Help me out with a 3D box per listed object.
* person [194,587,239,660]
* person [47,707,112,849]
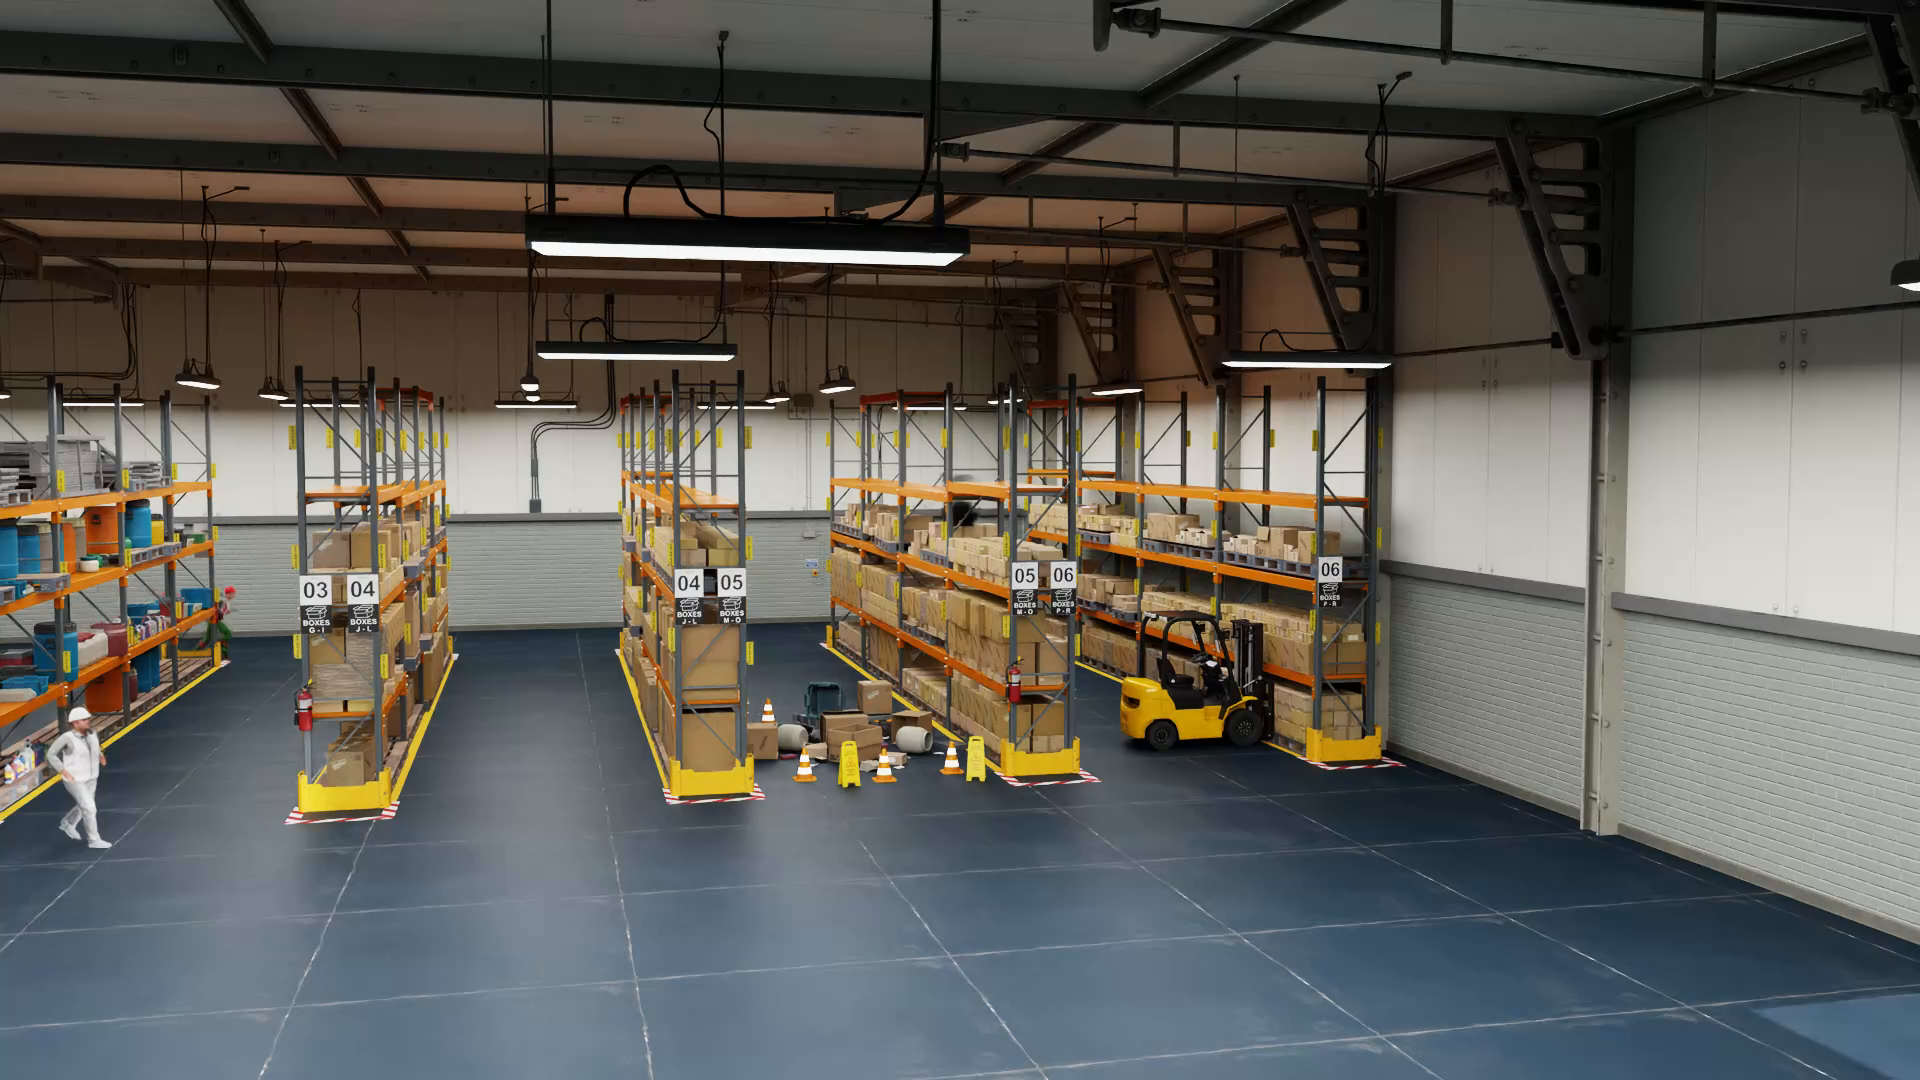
[{"bbox_3d":[-17.005,1.928,37.957,1.010,1.708,0.696,-1,4,-18],"label":"person"},{"bbox_3d":[-10.841,2.903,20.349,0.850,1.746,0.677,2,4,24],"label":"person"}]
